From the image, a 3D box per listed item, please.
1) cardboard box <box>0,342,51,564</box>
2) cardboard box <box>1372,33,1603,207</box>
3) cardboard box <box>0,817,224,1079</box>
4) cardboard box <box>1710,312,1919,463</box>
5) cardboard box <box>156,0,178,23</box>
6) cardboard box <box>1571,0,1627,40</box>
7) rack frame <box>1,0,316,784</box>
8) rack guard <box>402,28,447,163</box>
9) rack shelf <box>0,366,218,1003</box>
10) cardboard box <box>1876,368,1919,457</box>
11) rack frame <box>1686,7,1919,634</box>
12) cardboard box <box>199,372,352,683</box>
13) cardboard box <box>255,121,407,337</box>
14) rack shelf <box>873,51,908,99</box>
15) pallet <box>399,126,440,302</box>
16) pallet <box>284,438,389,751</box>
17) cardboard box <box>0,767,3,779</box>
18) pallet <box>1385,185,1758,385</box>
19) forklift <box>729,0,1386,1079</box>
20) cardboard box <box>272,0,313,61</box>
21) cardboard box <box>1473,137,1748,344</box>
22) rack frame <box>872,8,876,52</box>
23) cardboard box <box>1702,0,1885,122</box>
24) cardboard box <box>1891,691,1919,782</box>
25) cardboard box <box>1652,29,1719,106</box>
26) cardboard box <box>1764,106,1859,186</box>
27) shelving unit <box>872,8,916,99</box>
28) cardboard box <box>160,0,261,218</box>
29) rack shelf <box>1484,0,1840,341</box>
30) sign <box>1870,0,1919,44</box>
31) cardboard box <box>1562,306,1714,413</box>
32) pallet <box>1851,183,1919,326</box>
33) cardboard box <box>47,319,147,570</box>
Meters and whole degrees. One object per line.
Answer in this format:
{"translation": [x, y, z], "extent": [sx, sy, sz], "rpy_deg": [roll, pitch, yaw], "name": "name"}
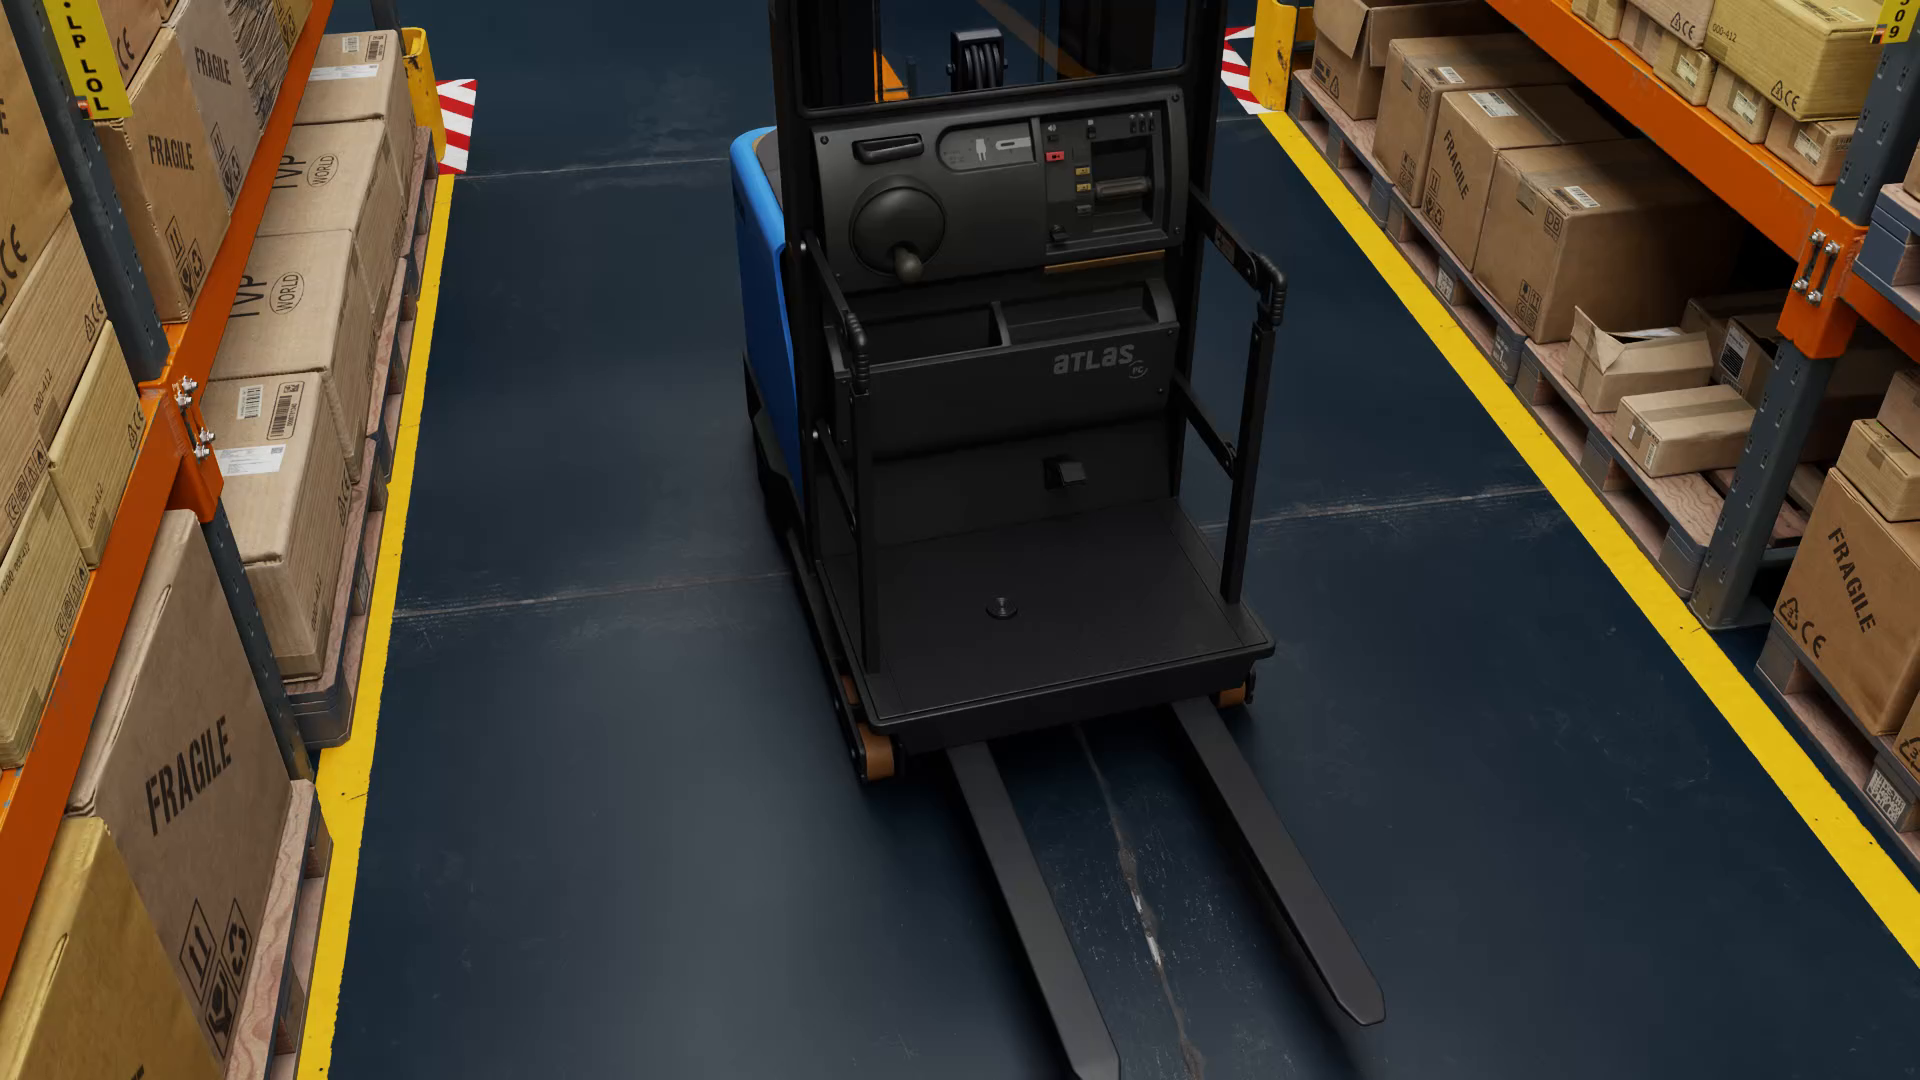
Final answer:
{"translation": [-1.791, -0.061, 2.599], "extent": [0.500, 0.250, 0.500], "rpy_deg": [-5, 38, -7], "name": "cardboard box"}
{"translation": [2.108, -1.695, 6.682], "extent": [0.700, 0.500, 0.500], "rpy_deg": [-5, 38, -6], "name": "cardboard box"}
{"translation": [-1.849, 1.119, 2.754], "extent": [0.875, 0.875, 0.875], "rpy_deg": [-5, 38, -7], "name": "cardboard box"}
{"translation": [2.800, -0.529, 5.335], "extent": [0.500, 0.311, 0.500], "rpy_deg": [-5, 38, -6], "name": "cardboard box"}
{"translation": [-2.130, -1.518, 3.863], "extent": [0.500, 0.500, 0.500], "rpy_deg": [-7, 38, -9], "name": "cardboard box"}
{"translation": [2.151, -1.689, 5.184], "extent": [0.380, 0.149, 0.250], "rpy_deg": [-7, 38, -9], "name": "cardboard box"}
{"translation": [-2.203, -0.465, 3.403], "extent": [1.000, 3.000, 0.127], "rpy_deg": [-6, 38, -8], "name": "rack frame"}
{"translation": [-2.908, -1.908, 7.298], "extent": [1.175, 0.500, 0.348], "rpy_deg": [-6, 38, -8], "name": "rack guard"}
{"translation": [-1.852, 1.028, 2.069], "extent": [1.077, 0.370, 4.000], "rpy_deg": [-6, 38, -8], "name": "rack shelf"}
{"translation": [2.544, -0.314, 4.133], "extent": [0.380, 0.149, 0.250], "rpy_deg": [-7, 38, -9], "name": "cardboard box"}
{"translation": [2.684, -1.001, 4.093], "extent": [1.000, 3.000, 0.127], "rpy_deg": [-6, 38, -8], "name": "rack frame"}
{"translation": [-2.207, -0.009, 4.563], "extent": [0.875, 0.438, 0.875], "rpy_deg": [-7, 38, -9], "name": "cardboard box"}
{"translation": [-2.521, -1.095, 5.960], "extent": [0.875, 0.438, 0.875], "rpy_deg": [-5, 38, -7], "name": "cardboard box"}
{"translation": [-0.326, -1.464, 5.516], "extent": [0.258, 0.148, 0.480], "rpy_deg": [-10, 39, -13], "name": "rack shelf"}
{"translation": [-2.687, -1.305, 6.758], "extent": [1.003, 0.211, 1.213], "rpy_deg": [-6, 38, -8], "name": "pallet"}
{"translation": [-2.259, 0.169, 4.860], "extent": [1.003, 0.211, 1.213], "rpy_deg": [-6, 38, -8], "name": "pallet"}
{"translation": [-1.718, 0.453, 2.344], "extent": [0.500, 0.250, 0.500], "rpy_deg": [-7, 38, -9], "name": "cardboard box"}
{"translation": [2.347, -1.053, 6.433], "extent": [1.003, 0.211, 1.213], "rpy_deg": [-6, 38, -8], "name": "pallet"}
{"translation": [0.174, -0.789, 3.877], "extent": [1.130, 2.935, 3.031], "rpy_deg": [-10, 39, -13], "name": "forklift"}
{"translation": [-2.282, -1.732, 4.953], "extent": [0.500, 0.500, 0.500], "rpy_deg": [-5, 38, -7], "name": "cardboard box"}
{"translation": [2.290, -1.068, 5.875], "extent": [0.700, 0.500, 0.500], "rpy_deg": [-8, 38, -10], "name": "cardboard box"}
{"translation": [-0.394, -1.298, 5.942], "extent": [0.240, 1.200, 0.015], "rpy_deg": [-10, 39, -13], "name": "rack frame"}
{"translation": [2.354, -1.340, 4.410], "extent": [0.500, 0.250, 0.500], "rpy_deg": [-5, 38, -7], "name": "cardboard box"}
{"translation": [2.650, 0.458, 3.911], "extent": [0.500, 0.500, 0.500], "rpy_deg": [-7, 38, -9], "name": "cardboard box"}
{"translation": [2.243, -1.376, 4.781], "extent": [0.380, 0.149, 0.250], "rpy_deg": [-5, 38, -7], "name": "cardboard box"}
{"translation": [2.379, -1.067, 4.383], "extent": [0.380, 0.149, 0.250], "rpy_deg": [-6, 38, -7], "name": "cardboard box"}
{"translation": [-0.326, -1.154, 5.757], "extent": [0.258, 1.200, 0.503], "rpy_deg": [-10, 39, -13], "name": "shelving unit"}
{"translation": [-2.111, -1.120, 4.165], "extent": [0.500, 0.500, 0.500], "rpy_deg": [-6, 38, -8], "name": "cardboard box"}
{"translation": [2.333, -1.925, 5.869], "extent": [1.077, 0.370, 4.000], "rpy_deg": [-6, 38, -8], "name": "rack shelf"}
{"translation": [2.151, -1.280, 3.746], "extent": [0.100, 0.325, 0.005], "rpy_deg": [-6, 38, -8], "name": "sign"}
{"translation": [2.234, -0.607, 5.473], "extent": [0.396, 0.266, 0.258], "rpy_deg": [-5, 38, -6], "name": "cardboard box"}
{"translation": [2.716, -0.430, 3.516], "extent": [1.003, 0.211, 1.213], "rpy_deg": [-6, 38, -8], "name": "pallet"}
{"translation": [-1.876, -0.161, 3.135], "extent": [0.500, 0.250, 0.500], "rpy_deg": [-7, 38, -9], "name": "cardboard box"}
